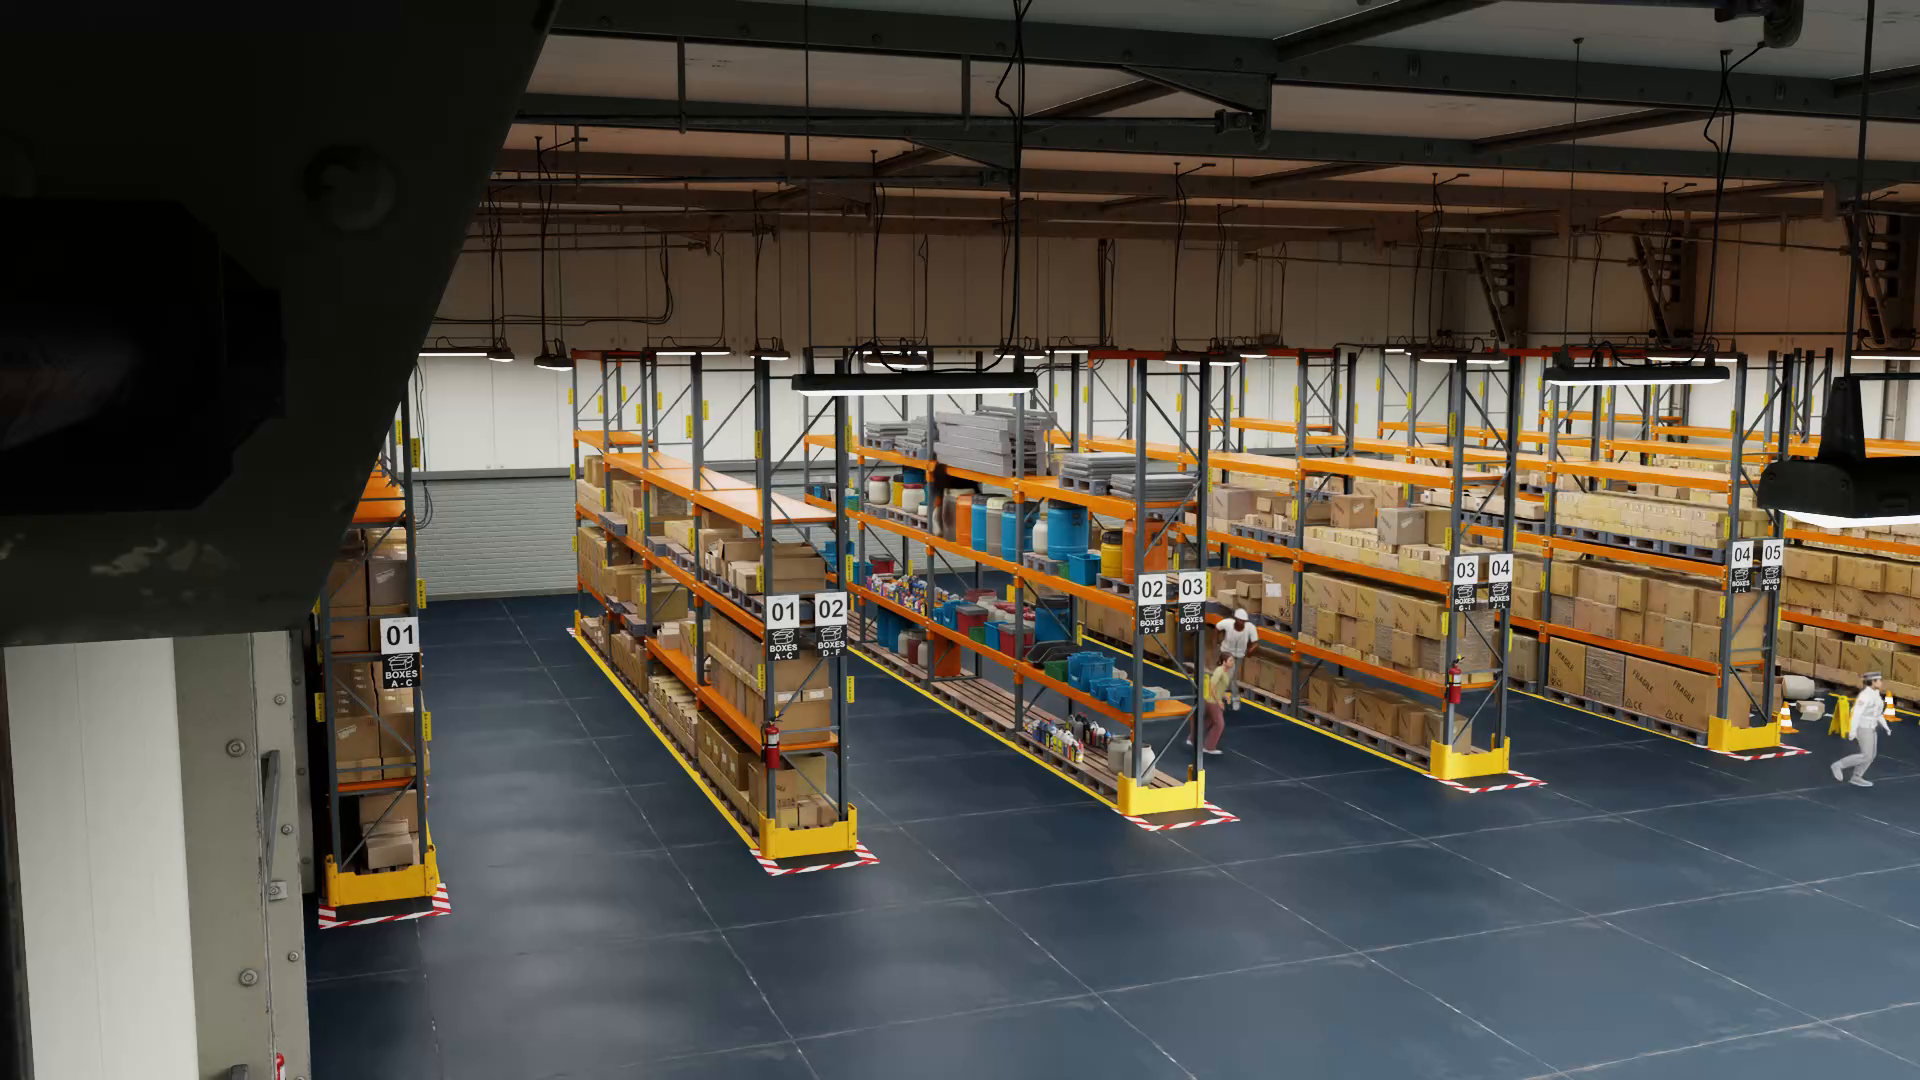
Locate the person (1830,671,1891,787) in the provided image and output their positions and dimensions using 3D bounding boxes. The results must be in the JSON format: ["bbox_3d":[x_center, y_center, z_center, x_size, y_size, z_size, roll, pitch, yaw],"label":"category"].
[{"bbox_3d":[12.619,2.628,23.283,0.654,1.650,0.642,6,9,39],"label":"person"}]

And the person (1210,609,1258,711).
[{"bbox_3d":[4.463,1.888,27.156,0.714,1.665,1.040,-1,7,-5],"label":"person"}]

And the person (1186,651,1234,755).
[{"bbox_3d":[3.755,2.444,25.029,0.749,1.613,0.592,2,7,18],"label":"person"}]
